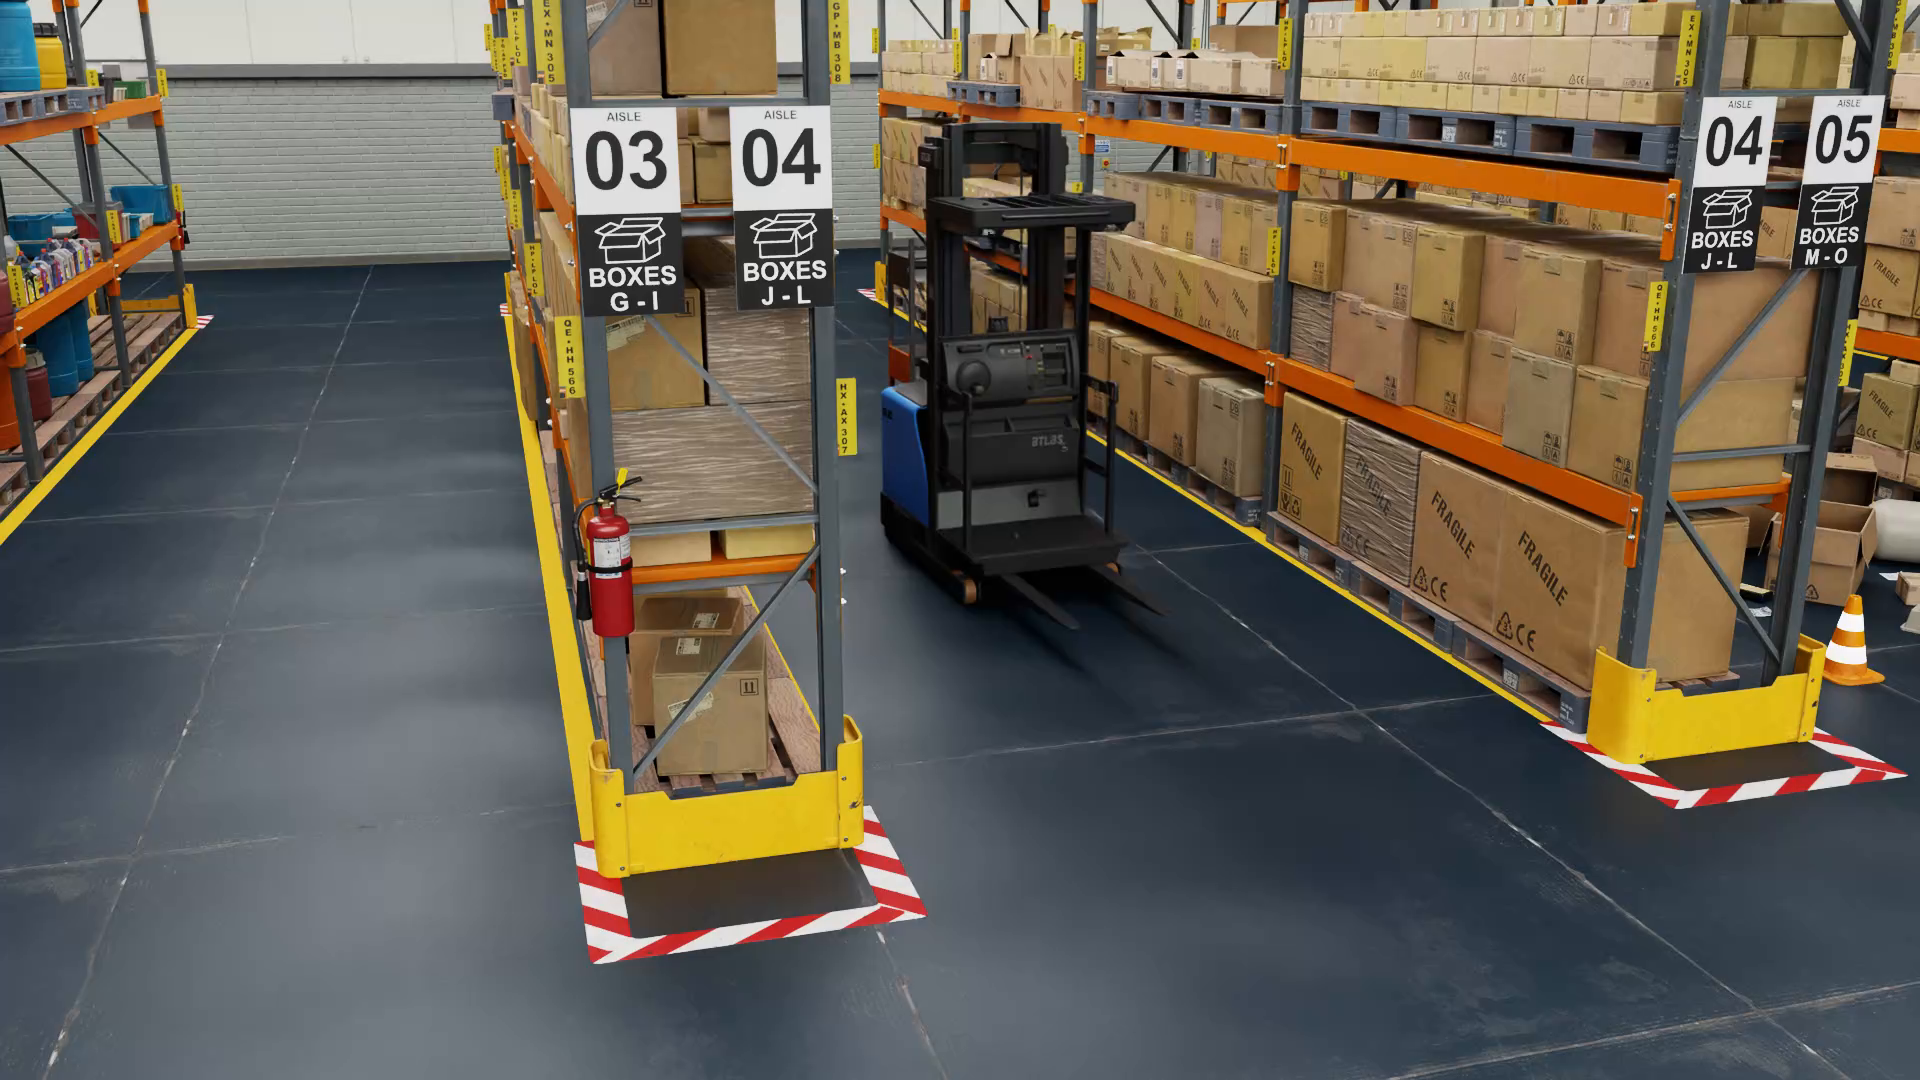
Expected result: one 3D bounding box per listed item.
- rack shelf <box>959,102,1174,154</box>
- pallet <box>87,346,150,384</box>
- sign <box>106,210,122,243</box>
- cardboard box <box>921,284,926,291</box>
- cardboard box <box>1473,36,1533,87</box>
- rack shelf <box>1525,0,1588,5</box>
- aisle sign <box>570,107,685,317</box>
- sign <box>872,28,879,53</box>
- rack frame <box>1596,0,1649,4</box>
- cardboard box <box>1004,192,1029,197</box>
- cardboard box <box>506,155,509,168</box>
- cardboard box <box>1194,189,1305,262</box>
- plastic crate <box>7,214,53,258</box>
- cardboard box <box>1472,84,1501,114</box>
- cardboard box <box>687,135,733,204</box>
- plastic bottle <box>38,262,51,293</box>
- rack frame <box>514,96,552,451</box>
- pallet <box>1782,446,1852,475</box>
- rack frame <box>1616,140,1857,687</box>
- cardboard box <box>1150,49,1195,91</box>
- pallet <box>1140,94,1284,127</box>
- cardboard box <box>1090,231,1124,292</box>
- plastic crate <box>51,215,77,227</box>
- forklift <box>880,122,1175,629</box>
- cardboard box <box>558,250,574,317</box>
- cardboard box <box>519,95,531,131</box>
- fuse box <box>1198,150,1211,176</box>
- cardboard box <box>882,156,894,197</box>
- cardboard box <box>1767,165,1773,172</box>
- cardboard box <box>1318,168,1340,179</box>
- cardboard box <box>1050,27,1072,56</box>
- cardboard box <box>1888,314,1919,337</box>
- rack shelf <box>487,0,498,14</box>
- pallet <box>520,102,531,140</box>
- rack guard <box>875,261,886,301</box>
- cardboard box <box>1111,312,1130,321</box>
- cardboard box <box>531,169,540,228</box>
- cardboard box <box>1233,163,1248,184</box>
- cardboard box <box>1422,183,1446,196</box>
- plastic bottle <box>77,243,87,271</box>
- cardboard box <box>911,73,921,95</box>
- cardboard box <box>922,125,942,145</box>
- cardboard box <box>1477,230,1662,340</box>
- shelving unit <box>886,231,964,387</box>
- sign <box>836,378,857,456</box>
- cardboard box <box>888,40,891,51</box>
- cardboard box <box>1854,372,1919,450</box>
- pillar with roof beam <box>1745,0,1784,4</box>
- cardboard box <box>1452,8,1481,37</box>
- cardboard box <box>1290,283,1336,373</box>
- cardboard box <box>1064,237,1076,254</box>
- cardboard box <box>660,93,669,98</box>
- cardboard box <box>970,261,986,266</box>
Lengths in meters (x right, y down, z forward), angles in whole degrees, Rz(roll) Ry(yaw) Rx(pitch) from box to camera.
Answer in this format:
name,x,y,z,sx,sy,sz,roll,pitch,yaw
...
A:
name,x,y,z,sx,sy,sz,roll,pitch,yaw
rack shelf,1.045,-4.278,17.016,1.077,0.370,4.000,-5,17,-15
pallet,-9.304,-1.848,17.737,1.003,0.211,1.213,-5,17,-15
sign,-8.535,-3.159,16.773,0.100,0.325,0.005,-5,17,-15
cardboard box,-0.289,-3.300,21.434,0.380,0.149,0.250,-4,17,-12
cardboard box,3.116,-2.567,8.908,0.500,0.250,0.500,-5,17,-16
rack shelf,9.448,-7.632,22.974,1.077,0.370,4.000,-5,17,-15
aisle sign,-1.275,-1.260,6.413,0.394,0.787,0.004,-5,17,-15
sign,-1.126,-6.658,22.169,0.100,0.325,0.005,-5,17,-15
rack frame,6.326,-5.925,16.035,1.000,3.000,0.127,-5,17,-15
cardboard box,0.665,-3.455,16.914,0.380,0.149,0.250,-4,17,-13
cardboard box,-4.819,-4.049,18.659,0.500,0.500,0.500,-5,17,-15
cardboard box,2.270,-2.472,13.055,0.700,0.500,0.500,-5,17,-15
plastic crate,-9.520,-3.106,17.003,0.392,0.384,0.575,-5,17,-15
cardboard box,3.027,-2.402,9.052,0.380,0.149,0.250,-5,17,-15
cardboard box,-0.888,-1.574,7.024,0.500,0.250,0.500,-4,17,-14
plastic bottle,-8.096,-2.314,14.665,0.097,0.271,0.097,0,17,0
rack frame,-3.203,-2.268,14.290,1.000,3.000,0.127,-5,17,-15
pallet,7.210,-0.825,14.332,1.003,0.211,1.213,-5,17,-15
rack frame,3.793,-0.420,8.135,1.000,3.000,0.127,-5,17,-15
cardboard box,1.860,-3.777,13.350,0.500,0.311,0.500,-5,17,-16
pallet,2.132,-3.496,13.490,1.003,0.211,1.213,-4,17,-13
cardboard box,1.458,-2.535,15.003,0.500,0.500,0.500,-5,17,-15
plastic crate,-9.968,-3.497,18.565,0.416,0.233,0.300,-5,17,-15
forklift,0.414,-1.127,10.608,1.130,2.935,3.031,-6,18,-20
cardboard box,-1.671,-1.134,8.083,0.500,0.500,0.500,-5,17,-15
cardboard box,-3.027,-3.200,12.436,0.500,0.250,0.500,-4,17,-14
fuse box,4.615,-6.331,30.055,0.539,1.711,0.414,-5,17,-15
cardboard box,-0.747,-4.890,22.325,0.500,0.500,0.500,-4,17,-13
cardboard box,10.058,-4.506,20.835,0.700,0.500,0.500,-5,17,-15
cardboard box,4.831,-4.794,20.785,0.500,0.500,0.500,-5,17,-16
cardboard box,1.078,-4.716,15.718,0.396,0.266,0.258,-5,17,-15
cardboard box,7.323,-1.647,12.657,0.380,0.149,0.250,-4,17,-14
rack shelf,-4.851,-6.265,19.113,1.077,0.370,4.000,-5,17,-15
pallet,-2.459,-2.974,11.752,1.213,0.211,1.003,-5,17,-15
rack guard,-0.584,-3.627,23.158,1.175,0.500,0.348,-5,17,-15
cardboard box,1.637,-2.206,16.392,0.500,0.250,0.500,-6,18,-18
cardboard box,-3.564,-3.181,15.409,0.797,0.503,0.637,-4,17,-14
cardboard box,4.149,-5.019,23.274,0.500,0.500,0.500,-5,17,-16
cardboard box,5.521,-4.121,18.544,0.500,0.500,0.500,-5,17,-16
plastic bottle,-8.545,-2.739,16.073,0.152,0.276,0.135,-5,17,-15
cardboard box,-0.301,-5.635,20.543,0.500,0.250,0.500,-5,17,-16
cardboard box,-0.169,-4.802,20.296,0.500,0.500,0.500,-4,17,-14
cardboard box,3.465,-1.425,9.344,0.875,0.550,0.550,-5,17,-15
shelving unit,-0.255,-1.201,12.302,0.431,2.100,0.503,-6,18,-20
sign,-0.482,-0.513,6.941,0.100,0.325,0.005,-5,17,-15
cardboard box,-0.734,-6.533,21.971,0.380,0.149,0.250,-5,17,-16
cardboard box,7.328,-1.004,12.827,0.500,0.500,0.500,-4,17,-13
pillar with roof beam,6.534,-7.348,20.773,9.100,9.000,0.400,-5,17,-15
cardboard box,2.955,-2.855,9.176,0.380,0.149,0.250,-5,17,-15
cardboard box,2.806,-1.497,11.460,0.875,0.550,0.550,-5,17,-15
cardboard box,1.017,-2.813,15.811,0.380,0.149,0.250,-4,17,-14
cardboard box,-1.295,-2.133,8.194,0.380,0.149,0.250,-5,17,-16
cardboard box,0.130,-3.558,21.773,0.380,0.149,0.250,-4,17,-13
